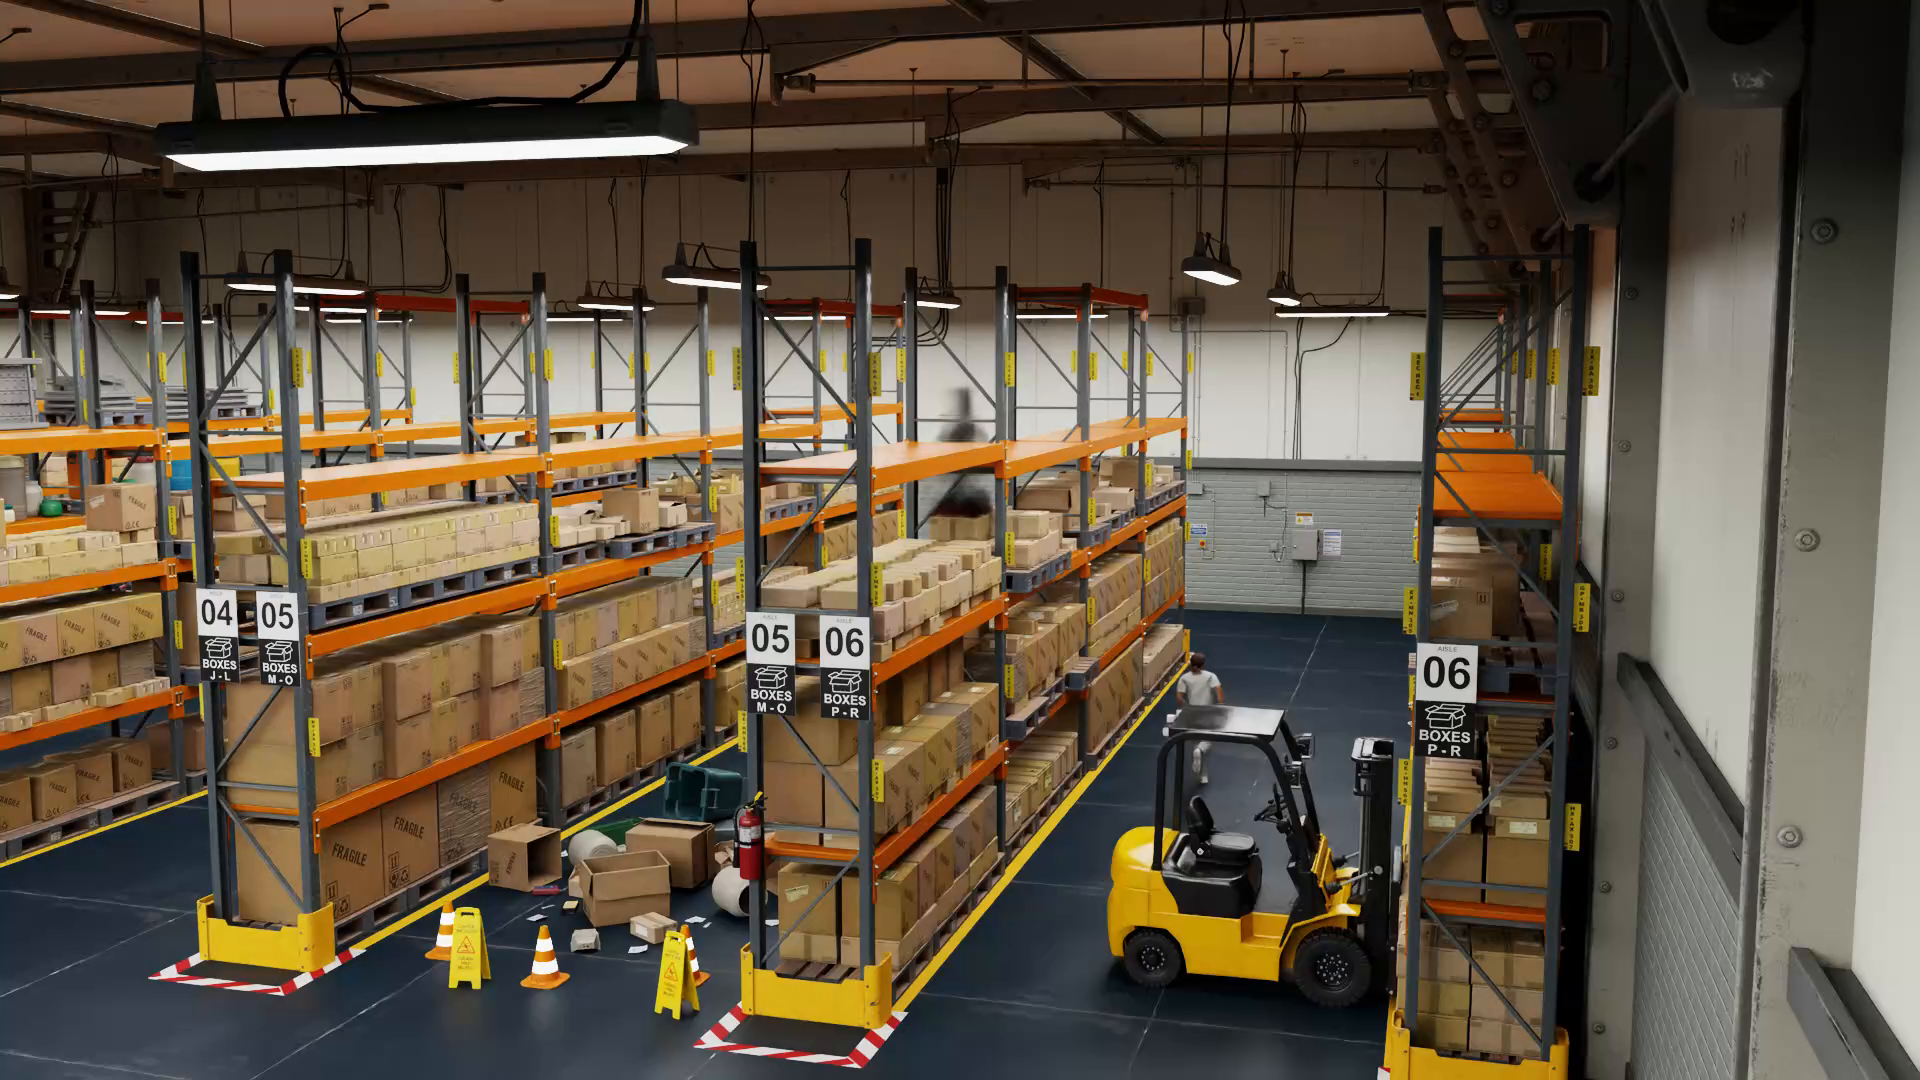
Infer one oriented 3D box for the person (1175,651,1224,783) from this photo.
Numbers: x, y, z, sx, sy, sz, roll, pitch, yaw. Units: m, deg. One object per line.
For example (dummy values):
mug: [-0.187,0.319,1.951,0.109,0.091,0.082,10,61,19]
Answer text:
person: [2.866,2.158,19.934,0.593,1.625,0.681,2,7,16]
